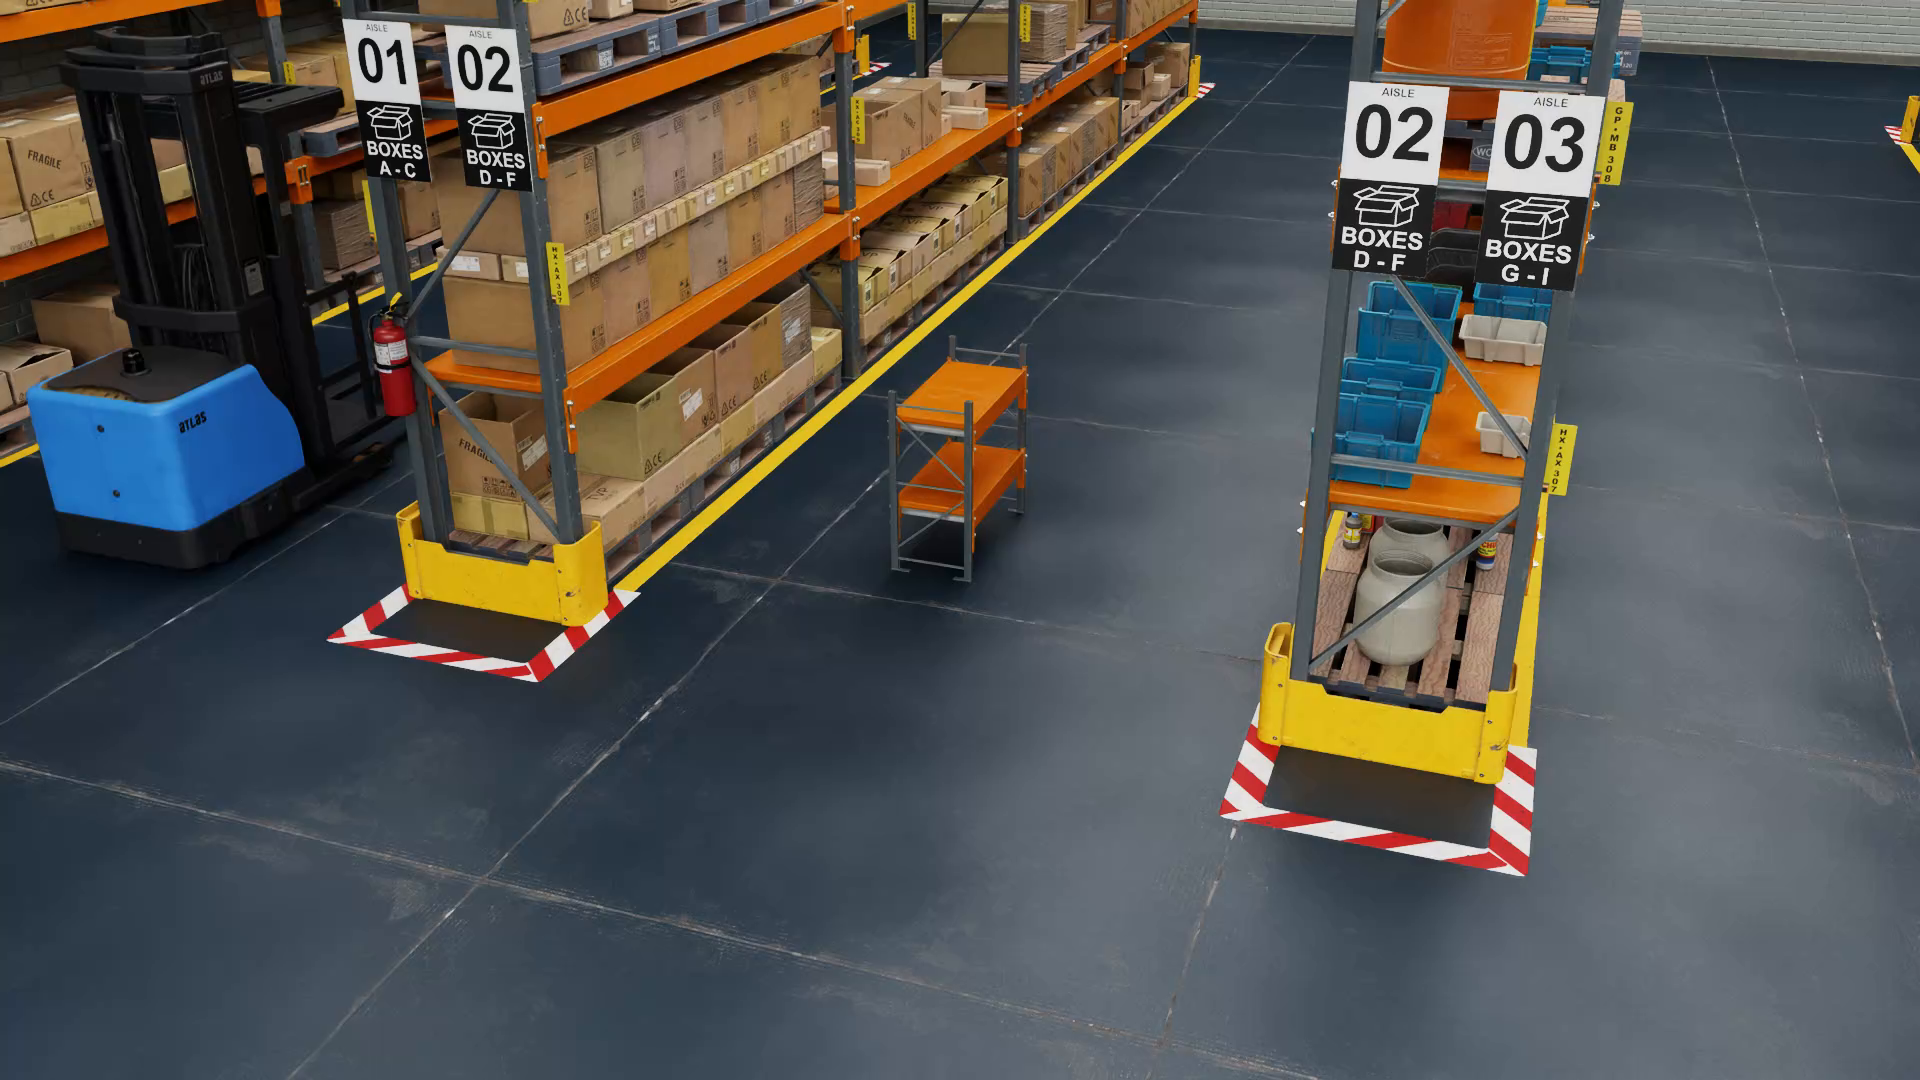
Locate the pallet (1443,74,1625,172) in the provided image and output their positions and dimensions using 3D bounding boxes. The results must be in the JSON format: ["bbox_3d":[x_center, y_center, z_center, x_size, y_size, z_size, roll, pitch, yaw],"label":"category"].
[{"bbox_3d":[2.449,-1.896,7.498,1.003,0.211,1.213,9,27,17],"label":"pallet"}]

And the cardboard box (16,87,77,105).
[{"bbox_3d":[-6.630,-3.086,12.470,0.500,0.500,0.500,10,27,19],"label":"cardboard box"}]

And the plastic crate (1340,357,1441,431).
[{"bbox_3d":[2.187,-0.753,8.534,0.499,0.251,0.408,9,27,17],"label":"plastic crate"}]

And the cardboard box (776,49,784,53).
[{"bbox_3d":[-2.752,-6.236,22.073,0.700,0.500,0.500,8,27,17],"label":"cardboard box"}]

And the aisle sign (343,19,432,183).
[{"bbox_3d":[-2.887,-2.211,8.391,0.394,0.787,0.004,9,27,17],"label":"aisle sign"}]

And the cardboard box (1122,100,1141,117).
[{"bbox_3d":[2.027,-5.377,20.660,0.380,0.166,0.250,9,27,17],"label":"cardboard box"}]

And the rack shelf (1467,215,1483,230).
[{"bbox_3d":[4.078,-2.447,12.687,1.077,0.370,4.000,9,27,17],"label":"rack shelf"}]

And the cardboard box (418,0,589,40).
[{"bbox_3d":[-2.393,-2.909,8.613,0.797,0.503,0.637,11,28,21],"label":"cardboard box"}]

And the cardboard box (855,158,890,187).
[{"bbox_3d":[-0.770,-2.890,13.065,0.380,0.149,0.250,9,27,17],"label":"cardboard box"}]

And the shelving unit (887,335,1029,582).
[{"bbox_3d":[0.002,-0.509,10.011,0.538,1.125,1.048,9,27,17],"label":"shelving unit"}]

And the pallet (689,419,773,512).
[{"bbox_3d":[-1.966,-0.590,11.226,1.003,0.211,1.213,9,27,17],"label":"pallet"}]

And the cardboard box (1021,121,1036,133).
[{"bbox_3d":[0.505,-4.233,17.914,0.500,0.500,0.500,8,27,15],"label":"cardboard box"}]

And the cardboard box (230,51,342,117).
[{"bbox_3d":[-5.729,-3.833,14.104,0.700,0.500,0.500,9,27,18],"label":"cardboard box"}]

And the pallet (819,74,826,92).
[{"bbox_3d":[-2.537,-6.222,22.859,1.003,0.211,1.213,9,27,17],"label":"pallet"}]

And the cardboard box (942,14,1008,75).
[{"bbox_3d":[0.177,-4.822,16.170,0.700,0.500,0.500,0,26,0],"label":"cardboard box"}]

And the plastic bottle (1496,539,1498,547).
[{"bbox_3d":[3.071,-0.071,9.566,0.061,0.283,0.133,9,27,18],"label":"plastic bottle"}]

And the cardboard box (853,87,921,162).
[{"bbox_3d":[-0.645,-3.449,13.817,0.500,0.500,0.500,9,27,18],"label":"cardboard box"}]

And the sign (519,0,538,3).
[{"bbox_3d":[-2.067,-2.721,7.892,0.100,0.325,0.005,9,27,17],"label":"sign"}]

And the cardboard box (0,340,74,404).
[{"bbox_3d":[-6.756,-1.235,11.940,0.500,0.311,0.500,11,28,22],"label":"cardboard box"}]

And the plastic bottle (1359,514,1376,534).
[{"bbox_3d":[2.389,-0.195,9.832,0.152,0.276,0.135,9,27,18],"label":"plastic bottle"}]

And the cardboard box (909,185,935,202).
[{"bbox_3d":[-0.545,-3.127,15.295,0.500,0.311,0.500,8,27,16],"label":"cardboard box"}]

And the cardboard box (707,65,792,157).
[{"bbox_3d":[-1.566,-2.907,11.208,0.700,0.500,0.500,9,27,17],"label":"cardboard box"}]

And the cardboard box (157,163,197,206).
[{"bbox_3d":[-6.128,-2.676,12.484,0.500,0.250,0.500,9,27,17],"label":"cardboard box"}]

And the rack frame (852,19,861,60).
[{"bbox_3d":[-1.937,-8.317,23.985,1.000,3.000,0.127,9,27,17],"label":"rack frame"}]

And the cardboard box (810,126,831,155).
[{"bbox_3d":[-1.146,-2.863,11.862,0.380,0.149,0.250,9,27,17],"label":"cardboard box"}]

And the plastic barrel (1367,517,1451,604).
[{"bbox_3d":[2.395,0.138,8.896,0.421,0.512,0.421,0,26,0],"label":"plastic barrel"}]

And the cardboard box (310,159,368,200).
[{"bbox_3d":[-5.558,-3.282,15.090,0.500,0.250,0.500,8,27,16],"label":"cardboard box"}]

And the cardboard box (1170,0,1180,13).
[{"bbox_3d":[2.503,-7.004,21.158,0.500,0.500,0.500,9,27,18],"label":"cardboard box"}]

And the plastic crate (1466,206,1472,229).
[{"bbox_3d":[3.486,-2.440,11.866,0.392,0.384,0.575,9,27,17],"label":"plastic crate"}]

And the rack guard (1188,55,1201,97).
[{"bbox_3d":[2.710,-6.444,22.985,1.175,0.500,0.348,9,27,17],"label":"rack guard"}]

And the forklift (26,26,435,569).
[{"bbox_3d":[-4.476,-1.769,10.540,1.130,2.935,3.031,8,27,17],"label":"forklift"}]

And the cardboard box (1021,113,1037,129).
[{"bbox_3d":[0.515,-4.586,17.783,0.500,0.250,0.500,8,27,16],"label":"cardboard box"}]

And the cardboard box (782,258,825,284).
[{"bbox_3d":[-1.393,-2.081,13.135,0.500,0.311,0.500,9,27,17],"label":"cardboard box"}]

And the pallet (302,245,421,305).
[{"bbox_3d":[-5.672,-2.451,15.069,1.003,0.211,1.213,9,27,17],"label":"pallet"}]

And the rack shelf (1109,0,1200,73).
[{"bbox_3d":[2.070,-6.454,20.964,1.077,0.370,4.000,9,27,17],"label":"rack shelf"}]

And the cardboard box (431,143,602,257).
[{"bbox_3d":[-2.404,-1.866,9.058,0.700,0.500,0.500,9,27,18],"label":"cardboard box"}]

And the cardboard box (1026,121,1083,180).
[{"bbox_3d":[1.004,-4.168,17.779,0.500,0.500,0.500,8,27,16],"label":"cardboard box"}]

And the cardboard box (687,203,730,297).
[{"bbox_3d":[-1.909,-1.897,10.610,0.700,0.500,0.500,10,27,19],"label":"cardboard box"}]

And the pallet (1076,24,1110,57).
[{"bbox_3d":[1.036,-5.557,18.506,1.003,0.211,1.213,9,27,17],"label":"pallet"}]

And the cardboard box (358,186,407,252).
[{"bbox_3d":[-5.576,-2.983,15.333,0.700,0.500,0.500,8,27,16],"label":"cardboard box"}]

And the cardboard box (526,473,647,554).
[{"bbox_3d":[-2.200,-0.165,9.821,0.500,0.250,0.500,9,27,17],"label":"cardboard box"}]

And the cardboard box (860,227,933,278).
[{"bbox_3d":[-0.543,-2.424,13.844,0.500,0.311,0.500,8,27,16],"label":"cardboard box"}]

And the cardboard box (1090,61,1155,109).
[{"bbox_3d":[2.025,-5.804,21.154,0.797,0.503,0.637,9,27,17],"label":"cardboard box"}]

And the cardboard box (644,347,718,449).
[{"bbox_3d":[-1.882,-0.915,10.511,0.500,0.500,0.500,9,27,17],"label":"cardboard box"}]

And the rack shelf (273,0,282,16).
[{"bbox_3d":[-5.265,-5.234,15.001,1.077,0.370,4.000,9,27,17],"label":"rack shelf"}]

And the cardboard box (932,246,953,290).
[{"bbox_3d":[-0.378,-2.382,14.401,0.500,0.250,0.500,9,27,18],"label":"cardboard box"}]

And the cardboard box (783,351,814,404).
[{"bbox_3d":[-1.381,-1.194,11.947,0.500,0.250,0.500,9,27,17],"label":"cardboard box"}]

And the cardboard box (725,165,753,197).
[{"bbox_3d":[-1.570,-2.341,10.784,0.380,0.149,0.250,10,27,19],"label":"cardboard box"}]

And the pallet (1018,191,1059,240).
[{"bbox_3d":[0.358,-3.359,16.945,1.003,0.211,1.213,9,27,17],"label":"pallet"}]

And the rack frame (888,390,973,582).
[{"bbox_3d":[-0.167,-0.300,9.579,0.500,1.125,0.032,9,27,17],"label":"rack frame"}]

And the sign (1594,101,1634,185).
[{"bbox_3d":[2.598,-1.578,6.614,0.100,0.325,0.005,9,27,17],"label":"sign"}]

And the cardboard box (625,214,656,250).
[{"bbox_3d":[-1.999,-1.807,9.680,0.380,0.149,0.250,8,27,17],"label":"cardboard box"}]

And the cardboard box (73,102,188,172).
[{"bbox_3d":[-6.134,-3.014,12.322,0.500,0.500,0.500,8,27,16],"label":"cardboard box"}]

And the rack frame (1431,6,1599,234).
[{"bbox_3d":[3.412,-1.949,10.833,1.000,3.000,0.127,9,27,17],"label":"rack frame"}]
